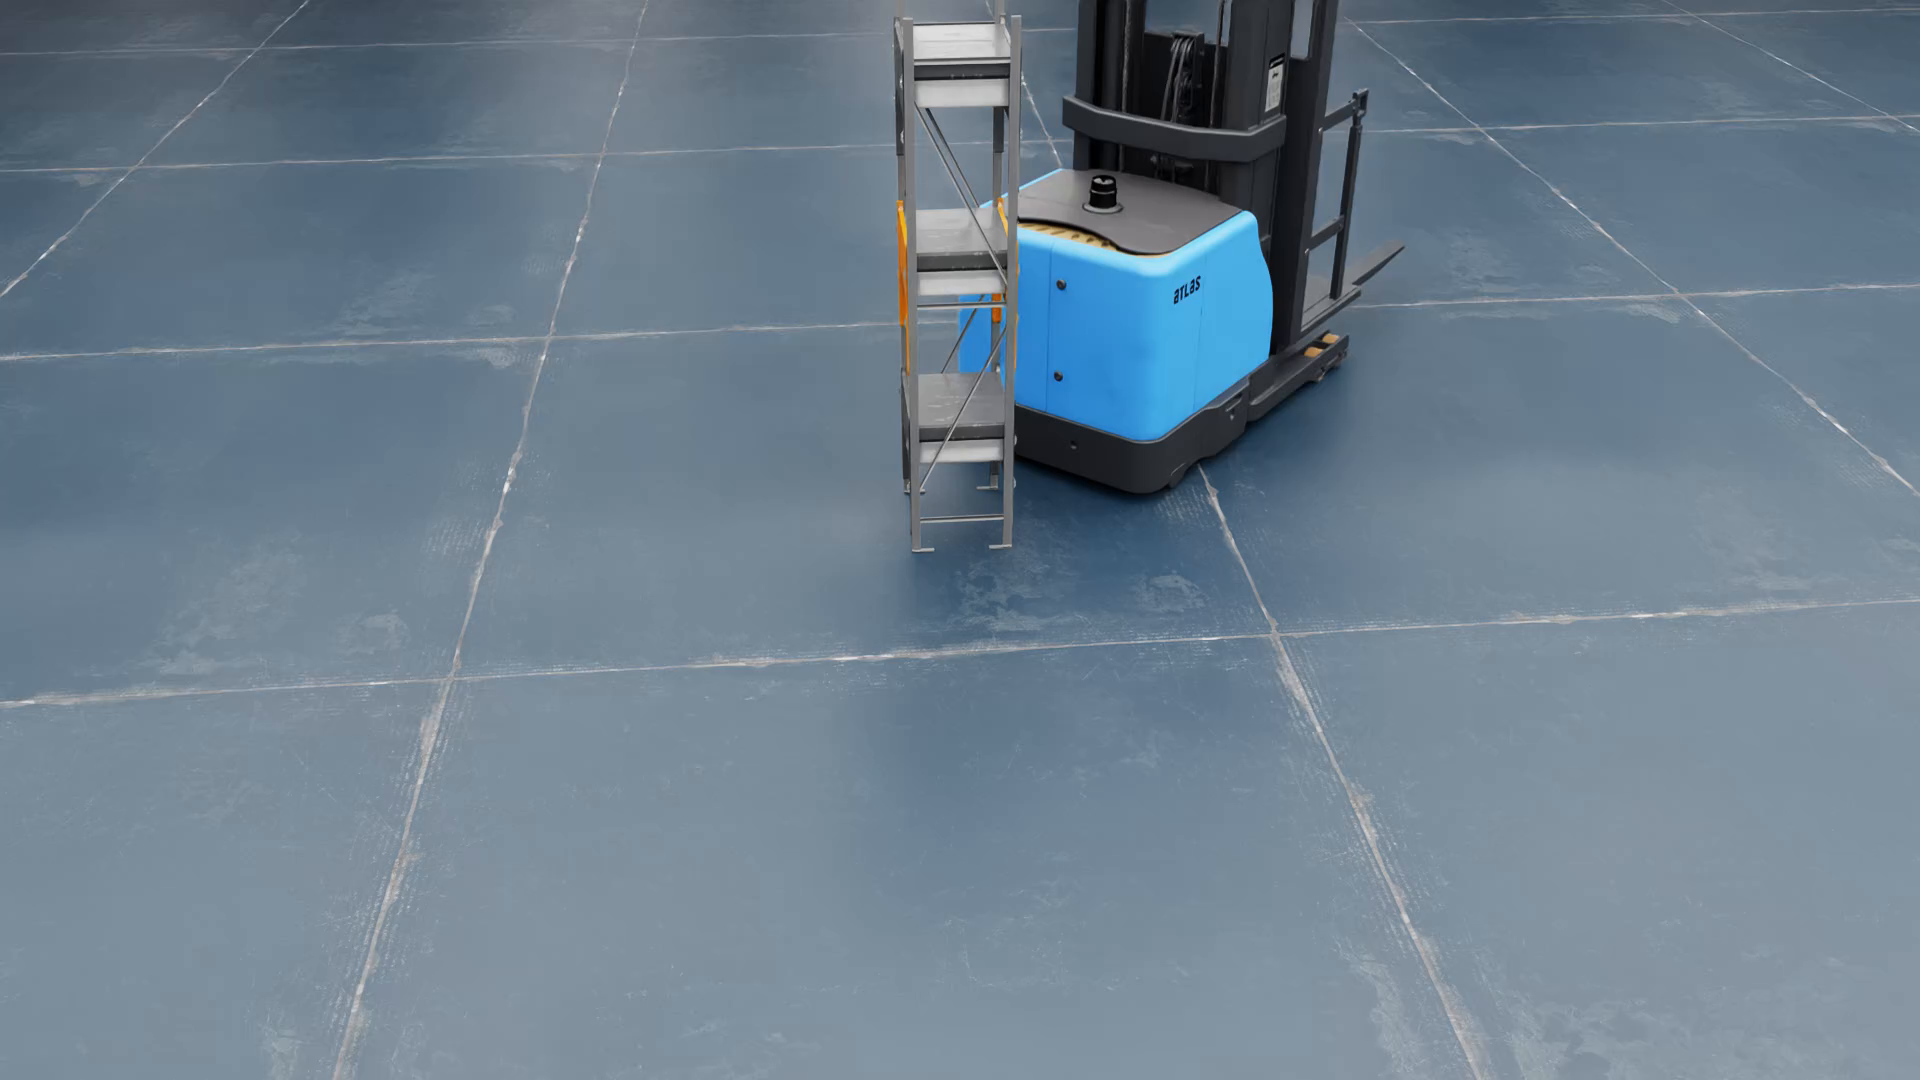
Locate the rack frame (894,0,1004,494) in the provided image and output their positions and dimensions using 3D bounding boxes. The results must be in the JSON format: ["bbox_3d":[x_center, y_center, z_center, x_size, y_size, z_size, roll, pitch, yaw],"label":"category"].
[{"bbox_3d":[-0.038,-1.111,6.562,0.400,2.100,0.015,-3,31,-5],"label":"rack frame"}]

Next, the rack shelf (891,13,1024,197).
[{"bbox_3d":[-0.015,-1.575,6.001,0.431,0.518,0.480,-3,31,-5],"label":"rack shelf"}]

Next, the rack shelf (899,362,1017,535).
[{"bbox_3d":[-0.015,-0.373,6.719,0.431,0.518,0.480,-3,31,-5],"label":"rack shelf"}]

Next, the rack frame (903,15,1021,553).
[{"bbox_3d":[0.007,-0.861,6.144,0.400,2.100,0.015,-3,31,-5],"label":"rack frame"}]

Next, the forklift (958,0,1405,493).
[{"bbox_3d":[1.250,-2.153,7.497,1.130,2.935,3.031,21,36,30],"label":"forklift"}]

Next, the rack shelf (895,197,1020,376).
[{"bbox_3d":[-0.015,-0.974,6.360,0.431,0.518,0.480,-3,31,-5],"label":"rack shelf"}]

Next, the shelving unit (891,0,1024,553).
[{"bbox_3d":[-0.015,-0.986,6.353,0.431,2.100,0.503,-3,31,-5],"label":"shelving unit"}]
